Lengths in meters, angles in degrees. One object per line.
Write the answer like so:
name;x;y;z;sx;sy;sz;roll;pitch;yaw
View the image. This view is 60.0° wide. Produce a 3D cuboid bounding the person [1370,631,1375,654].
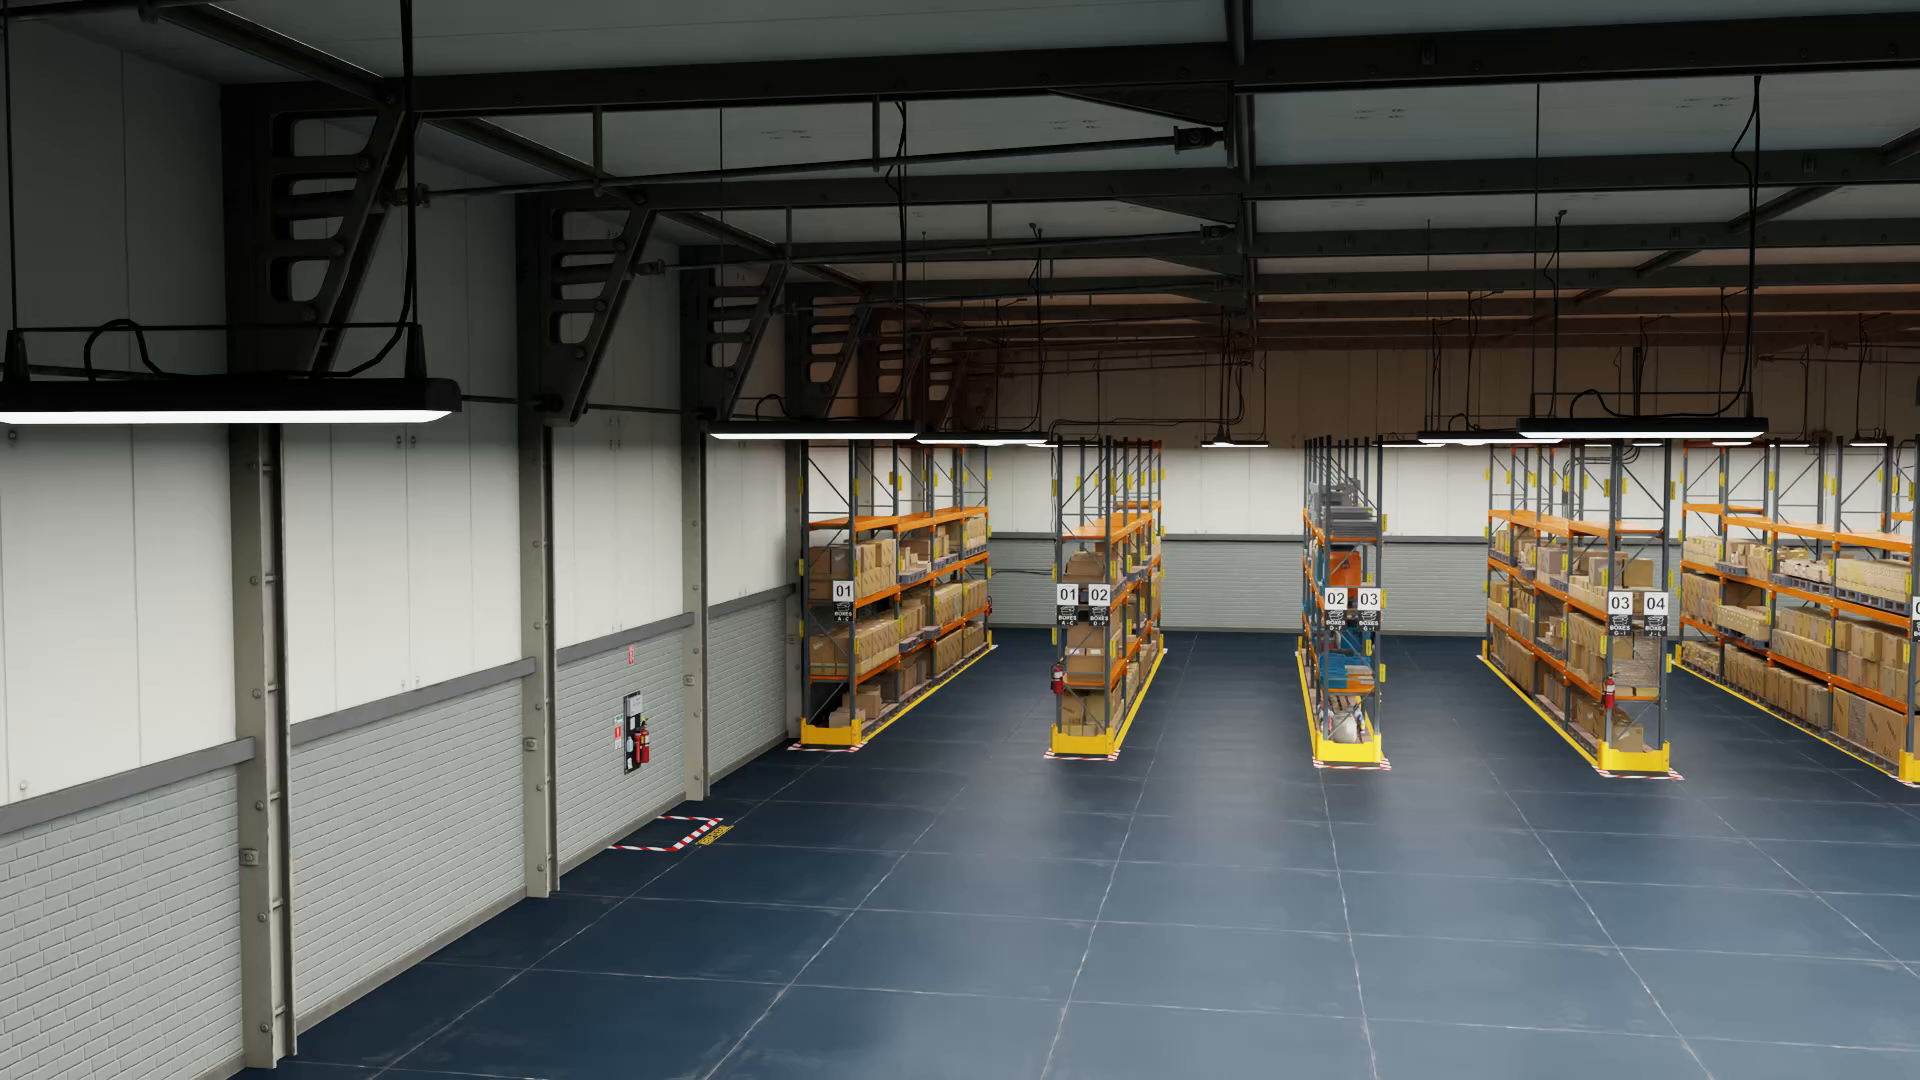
person;11.601;2.402;46.721;0.415;1.563;0.768;0;3;8
